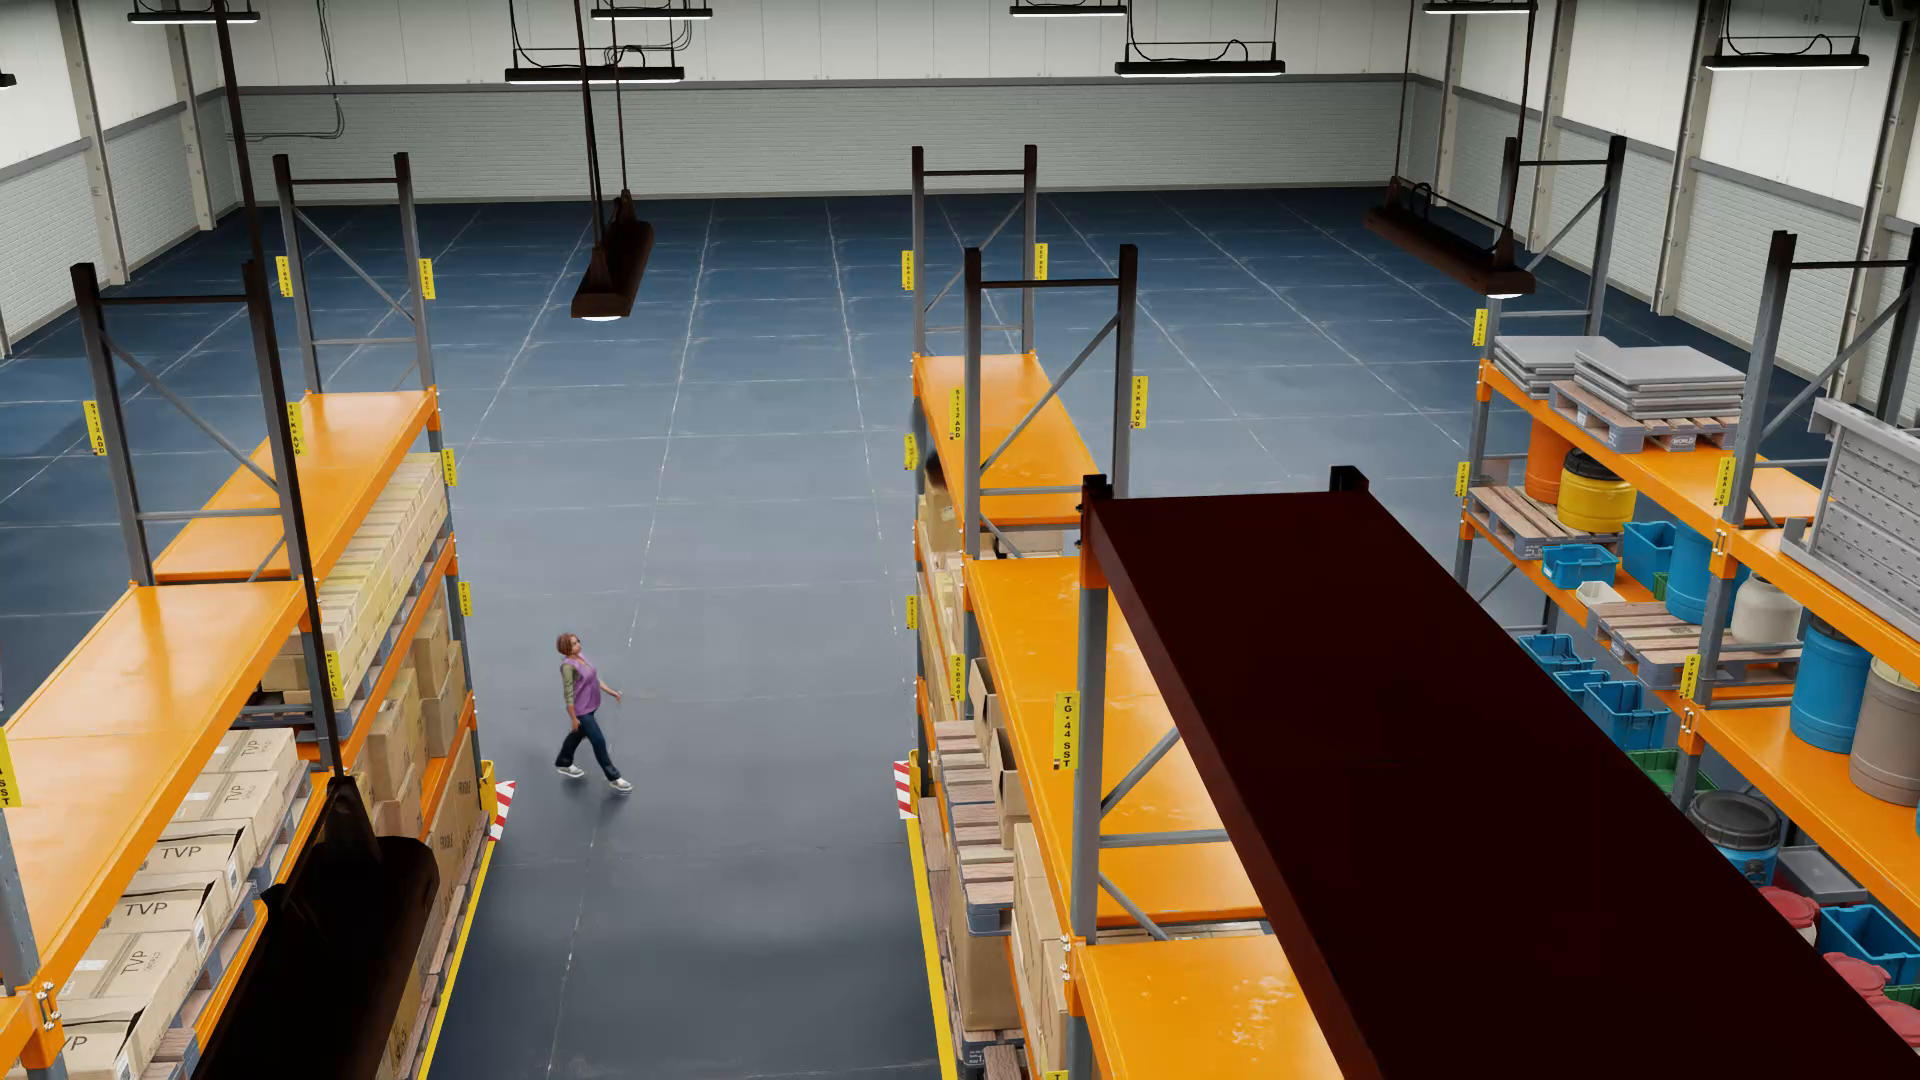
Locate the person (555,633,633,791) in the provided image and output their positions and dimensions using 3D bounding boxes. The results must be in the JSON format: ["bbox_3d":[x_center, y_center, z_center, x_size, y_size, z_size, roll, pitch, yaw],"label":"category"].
[{"bbox_3d":[-3.459,1.563,15.545,0.853,1.537,0.537,5,22,12],"label":"person"}]

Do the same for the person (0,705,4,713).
[{"bbox_3d":[-10.031,1.010,16.844,0.374,1.712,0.608,-20,29,-41],"label":"person"}]
